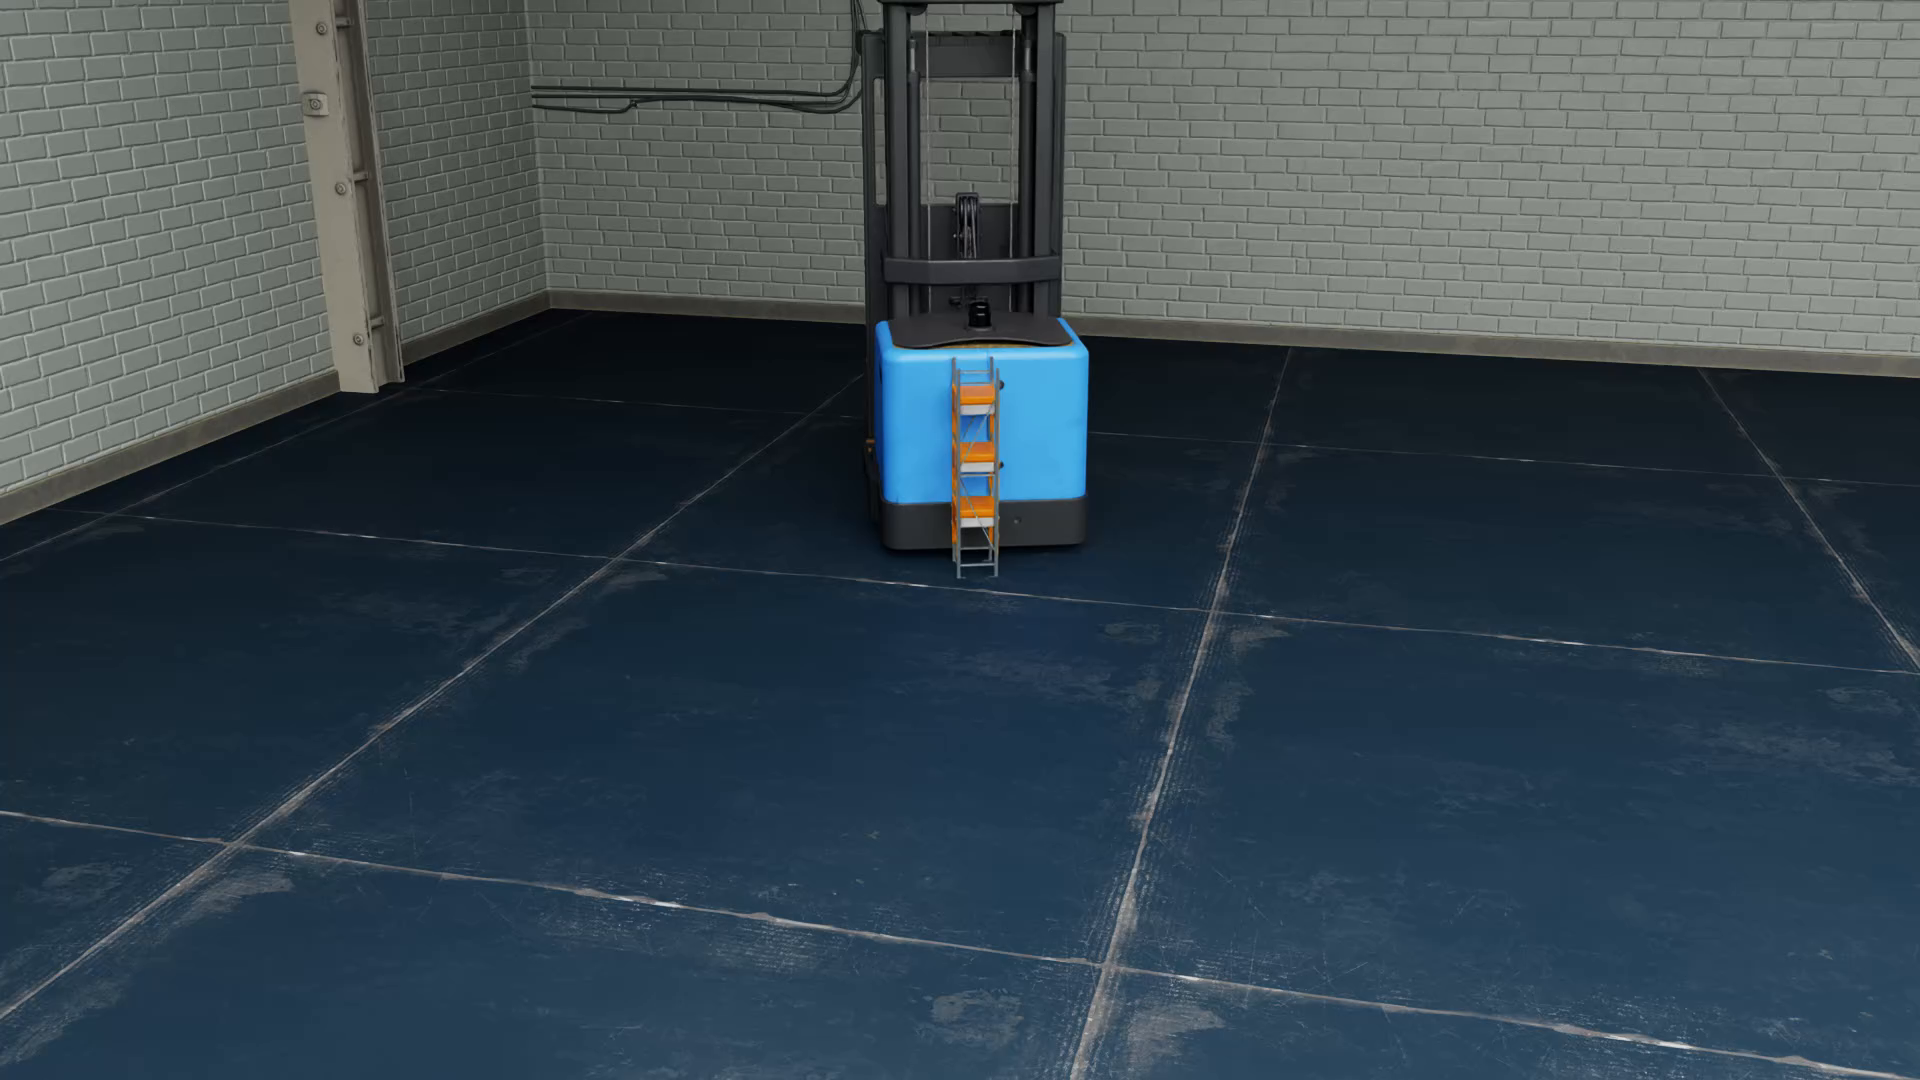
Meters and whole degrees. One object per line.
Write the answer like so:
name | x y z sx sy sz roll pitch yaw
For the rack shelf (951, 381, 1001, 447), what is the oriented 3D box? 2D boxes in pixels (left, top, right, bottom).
rack shelf | 0.074 -0.606 7.993 0.215 0.259 0.240 -2 19 -5

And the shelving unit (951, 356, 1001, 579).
shelving unit | 0.074 -0.348 8.081 0.215 1.050 0.252 -2 19 -5

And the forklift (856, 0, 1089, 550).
forklift | -0.005 -1.770 9.334 1.130 2.935 3.031 -2 19 -5

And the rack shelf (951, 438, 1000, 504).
rack shelf | 0.074 -0.338 8.085 0.215 0.259 0.240 -2 19 -5

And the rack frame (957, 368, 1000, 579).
rack frame | 0.086 -0.309 7.967 0.200 1.050 0.008 -2 19 -5

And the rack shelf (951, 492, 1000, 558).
rack shelf | 0.074 -0.075 8.175 0.215 0.259 0.240 -2 19 -5

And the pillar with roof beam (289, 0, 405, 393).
pillar with roof beam | -0.048 -5.025 9.478 9.100 9.000 0.400 5 19 13

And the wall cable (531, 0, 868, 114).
wall cable | -2.221 -4.715 13.373 3.097 2.526 0.112 5 19 13

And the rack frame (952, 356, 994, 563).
rack frame | 0.062 -0.387 8.196 0.200 1.050 0.008 -2 19 -5
